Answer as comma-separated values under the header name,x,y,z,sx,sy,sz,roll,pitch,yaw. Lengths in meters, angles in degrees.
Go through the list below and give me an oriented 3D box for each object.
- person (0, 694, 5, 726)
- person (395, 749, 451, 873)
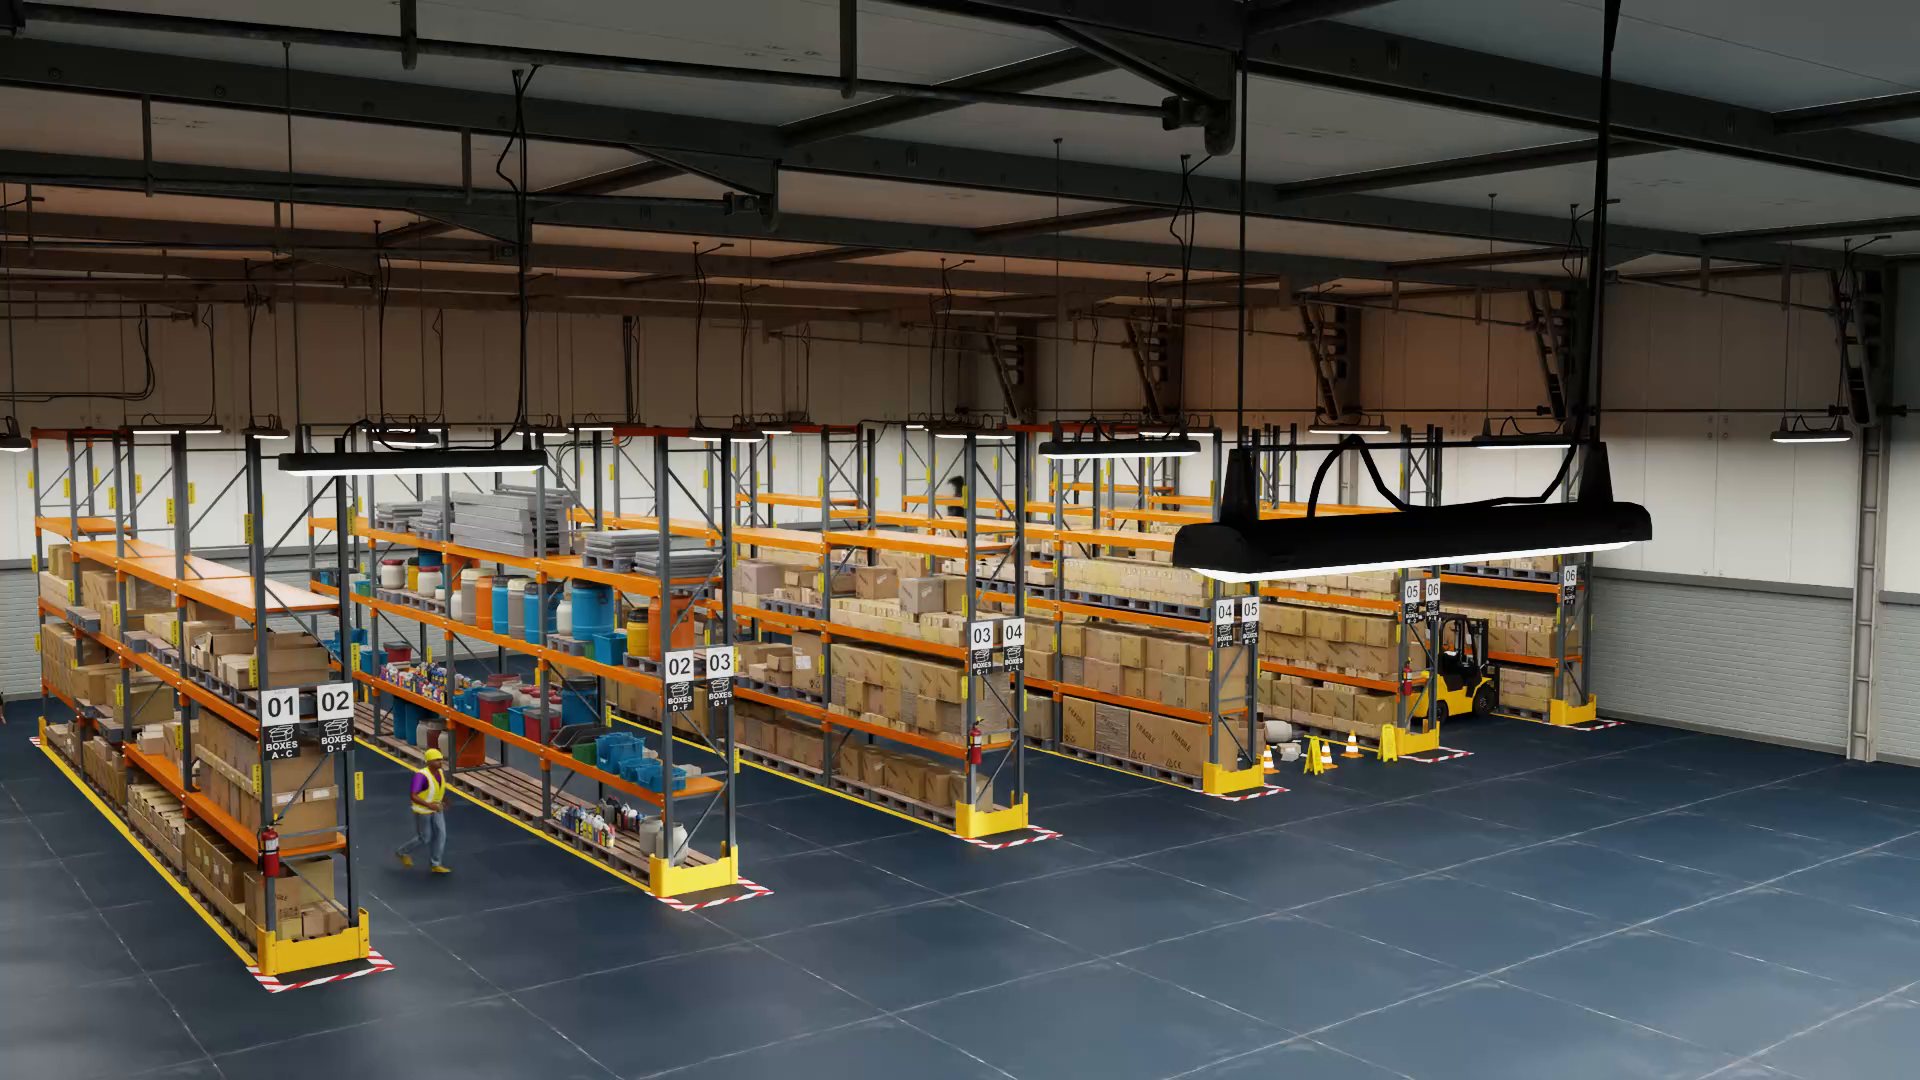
name,x,y,z,sx,sy,sz,roll,pitch,yaw
person,-17.000,3.219,28.928,0.917,1.690,0.740,2,5,29
person,-7.345,3.693,22.722,0.832,1.720,0.696,2,5,22
